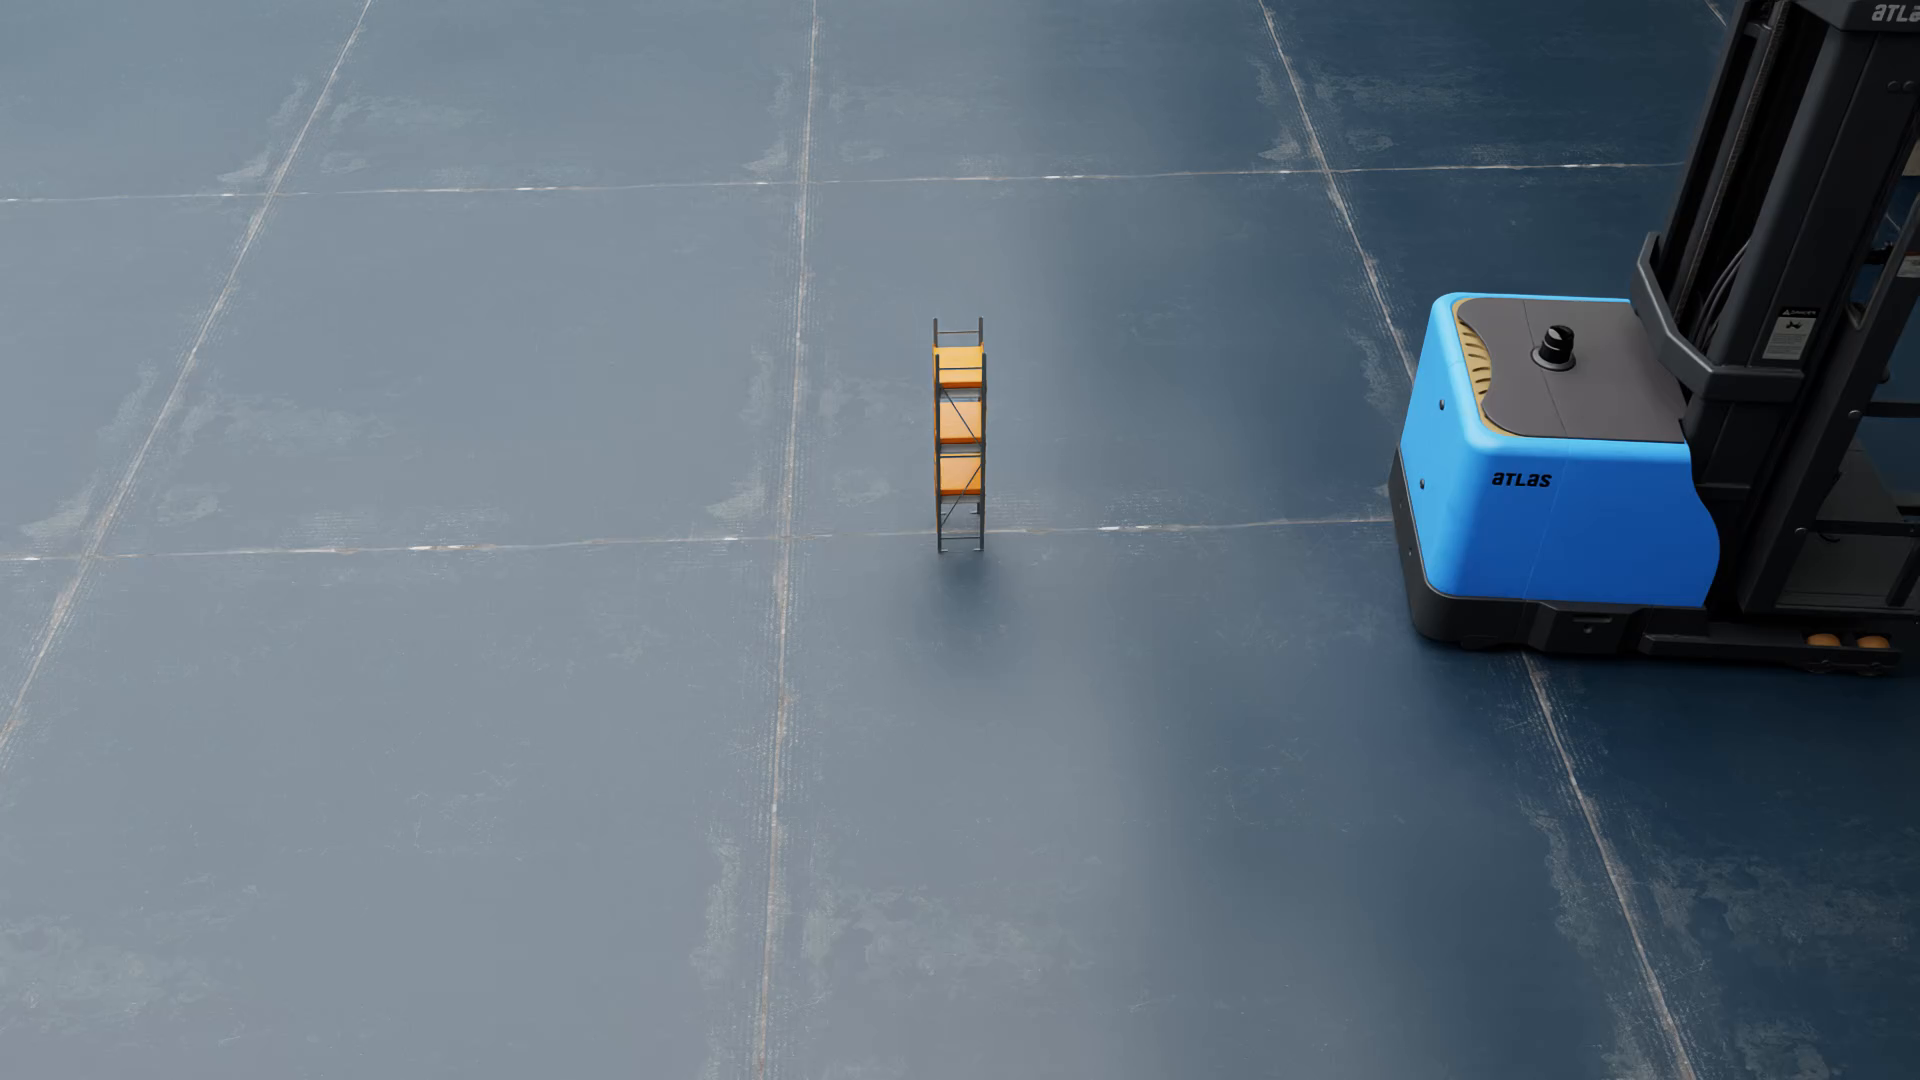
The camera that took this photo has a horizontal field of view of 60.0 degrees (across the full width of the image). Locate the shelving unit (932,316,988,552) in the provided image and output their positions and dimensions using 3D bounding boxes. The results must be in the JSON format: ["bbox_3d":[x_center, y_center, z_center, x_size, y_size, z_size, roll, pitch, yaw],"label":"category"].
[{"bbox_3d":[-0.002,-0.423,6.935,0.215,1.050,0.252,-2,43,-2],"label":"shelving unit"}]

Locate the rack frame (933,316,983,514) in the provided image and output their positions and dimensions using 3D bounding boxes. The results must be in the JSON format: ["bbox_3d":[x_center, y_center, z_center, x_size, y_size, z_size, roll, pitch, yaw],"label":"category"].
[{"bbox_3d":[-0.007,-0.506,7.025,0.200,1.050,0.008,-2,43,-2],"label":"rack frame"}]

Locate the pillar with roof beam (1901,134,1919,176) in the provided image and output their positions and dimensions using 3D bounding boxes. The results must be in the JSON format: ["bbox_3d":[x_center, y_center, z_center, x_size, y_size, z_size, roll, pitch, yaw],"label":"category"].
[{"bbox_3d":[1.130,-5.413,6.495,9.100,9.000,0.400,-2,43,-2],"label":"pillar with roof beam"}]

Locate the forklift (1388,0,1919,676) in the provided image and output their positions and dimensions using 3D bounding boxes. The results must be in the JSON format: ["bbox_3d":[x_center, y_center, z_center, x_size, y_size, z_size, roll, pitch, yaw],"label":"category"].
[{"bbox_3d":[3.388,-0.912,6.076,3.031,2.935,1.130,3,43,3],"label":"forklift"}]

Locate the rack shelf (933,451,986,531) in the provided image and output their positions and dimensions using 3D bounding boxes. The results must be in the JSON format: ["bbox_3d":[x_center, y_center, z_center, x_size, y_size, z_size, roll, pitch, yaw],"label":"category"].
[{"bbox_3d":[-0.002,-0.210,7.130,0.215,0.259,0.240,-2,43,-2],"label":"rack shelf"}]

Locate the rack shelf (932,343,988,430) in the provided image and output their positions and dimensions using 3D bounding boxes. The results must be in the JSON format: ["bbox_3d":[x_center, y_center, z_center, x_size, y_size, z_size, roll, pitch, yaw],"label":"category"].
[{"bbox_3d":[-0.002,-0.625,6.750,0.215,0.259,0.240,-2,43,-2],"label":"rack shelf"}]

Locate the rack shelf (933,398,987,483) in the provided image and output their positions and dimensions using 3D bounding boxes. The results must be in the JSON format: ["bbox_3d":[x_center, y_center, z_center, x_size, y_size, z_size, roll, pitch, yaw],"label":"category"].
[{"bbox_3d":[-0.002,-0.415,6.942,0.215,0.259,0.240,-2,43,-2],"label":"rack shelf"}]

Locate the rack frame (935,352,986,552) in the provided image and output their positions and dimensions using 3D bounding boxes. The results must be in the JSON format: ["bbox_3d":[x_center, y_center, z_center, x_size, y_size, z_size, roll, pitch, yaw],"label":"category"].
[{"bbox_3d":[0.003,-0.341,6.845,0.200,1.050,0.008,-2,43,-2],"label":"rack frame"}]
